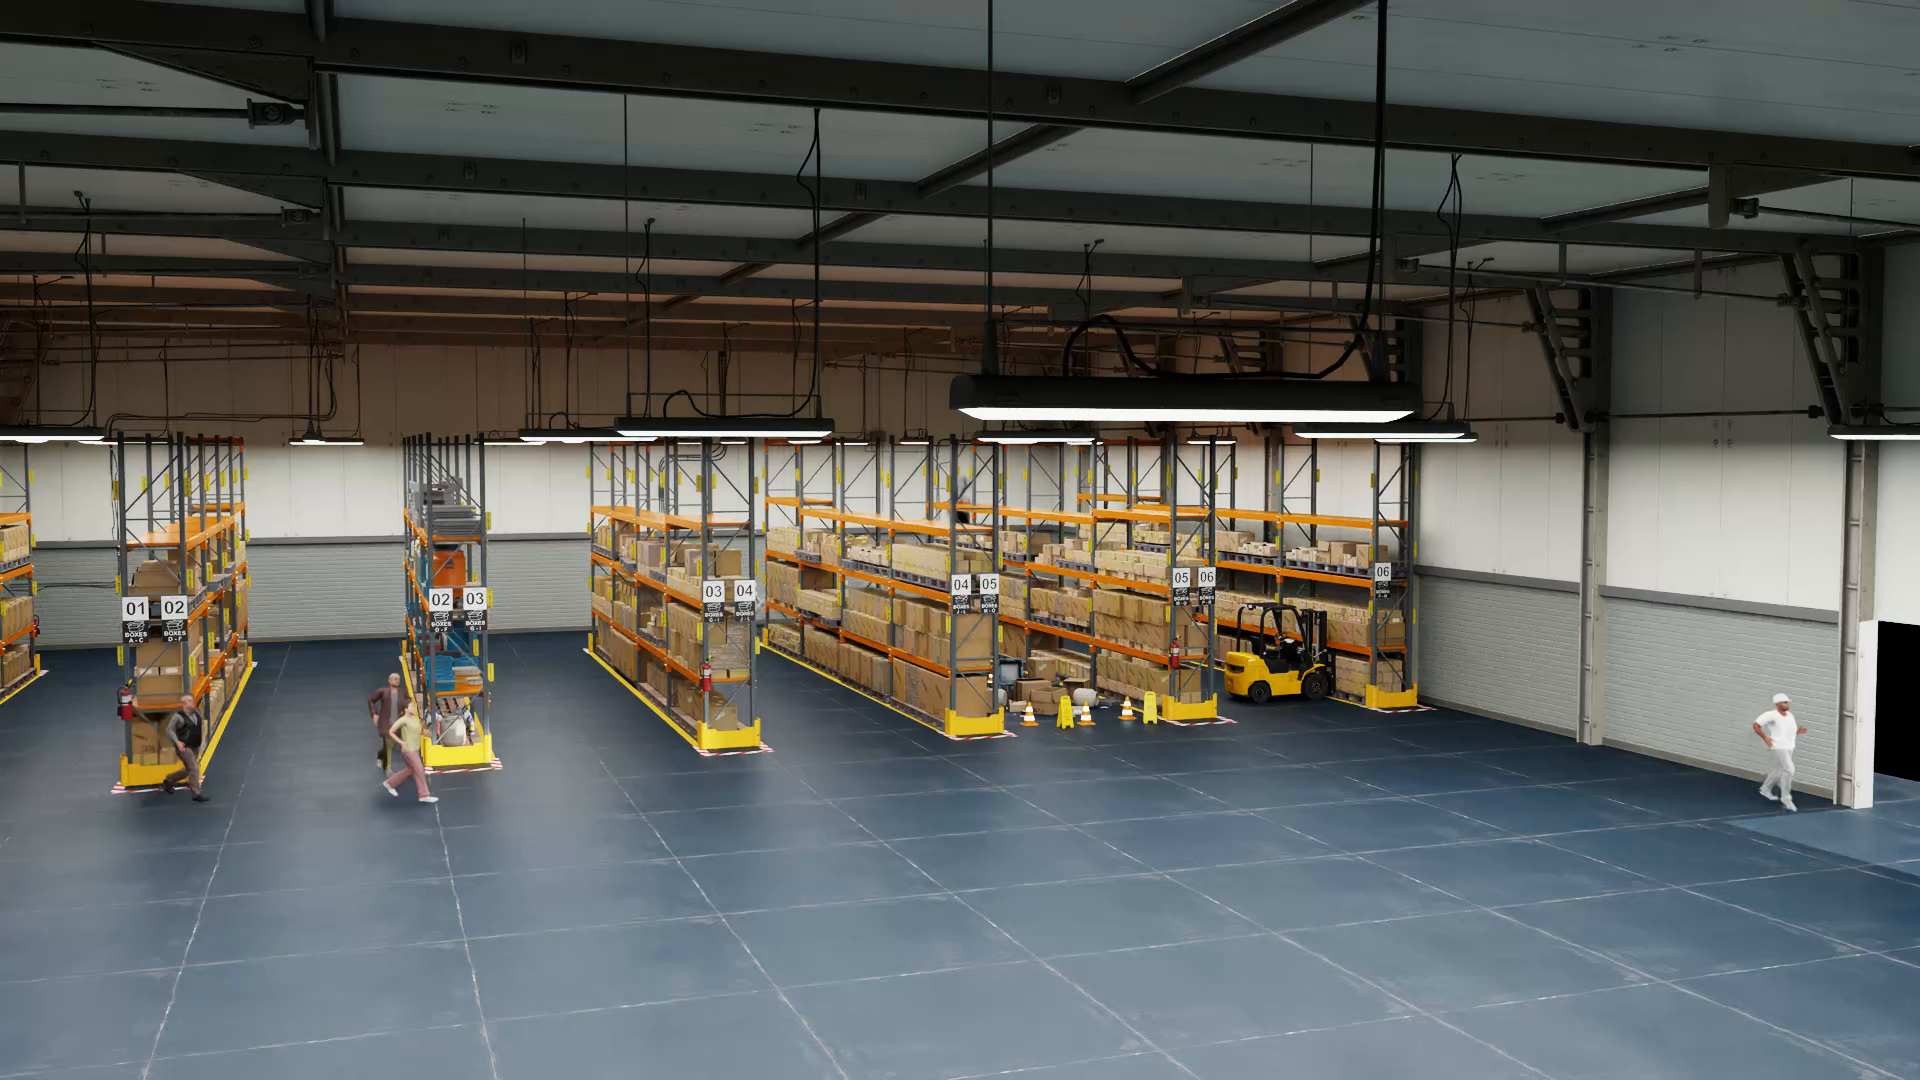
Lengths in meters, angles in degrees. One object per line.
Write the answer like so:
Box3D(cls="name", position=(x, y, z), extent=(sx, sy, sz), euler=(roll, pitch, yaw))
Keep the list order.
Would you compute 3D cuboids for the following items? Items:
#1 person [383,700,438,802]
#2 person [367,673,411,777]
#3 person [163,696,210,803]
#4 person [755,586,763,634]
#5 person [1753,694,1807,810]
Box3D(cls="person", position=(-8.870, 3.387, 26.786), extent=(0.955, 1.646, 0.582), euler=(0, 3, 6))
Box3D(cls="person", position=(-10.021, 3.232, 29.302), extent=(0.740, 1.769, 0.863), euler=(-2, 4, -38))
Box3D(cls="person", position=(-12.512, 3.361, 26.908), extent=(0.883, 1.708, 0.664), euler=(1, 3, 16))
Box3D(cls="person", position=(-6.231, 2.142, 48.963), extent=(0.835, 1.743, 0.728), euler=(-2, 4, -37))
Box3D(cls="person", position=(13.118, 3.361, 26.558), extent=(0.675, 1.825, 0.736), euler=(-2, 4, -32))
